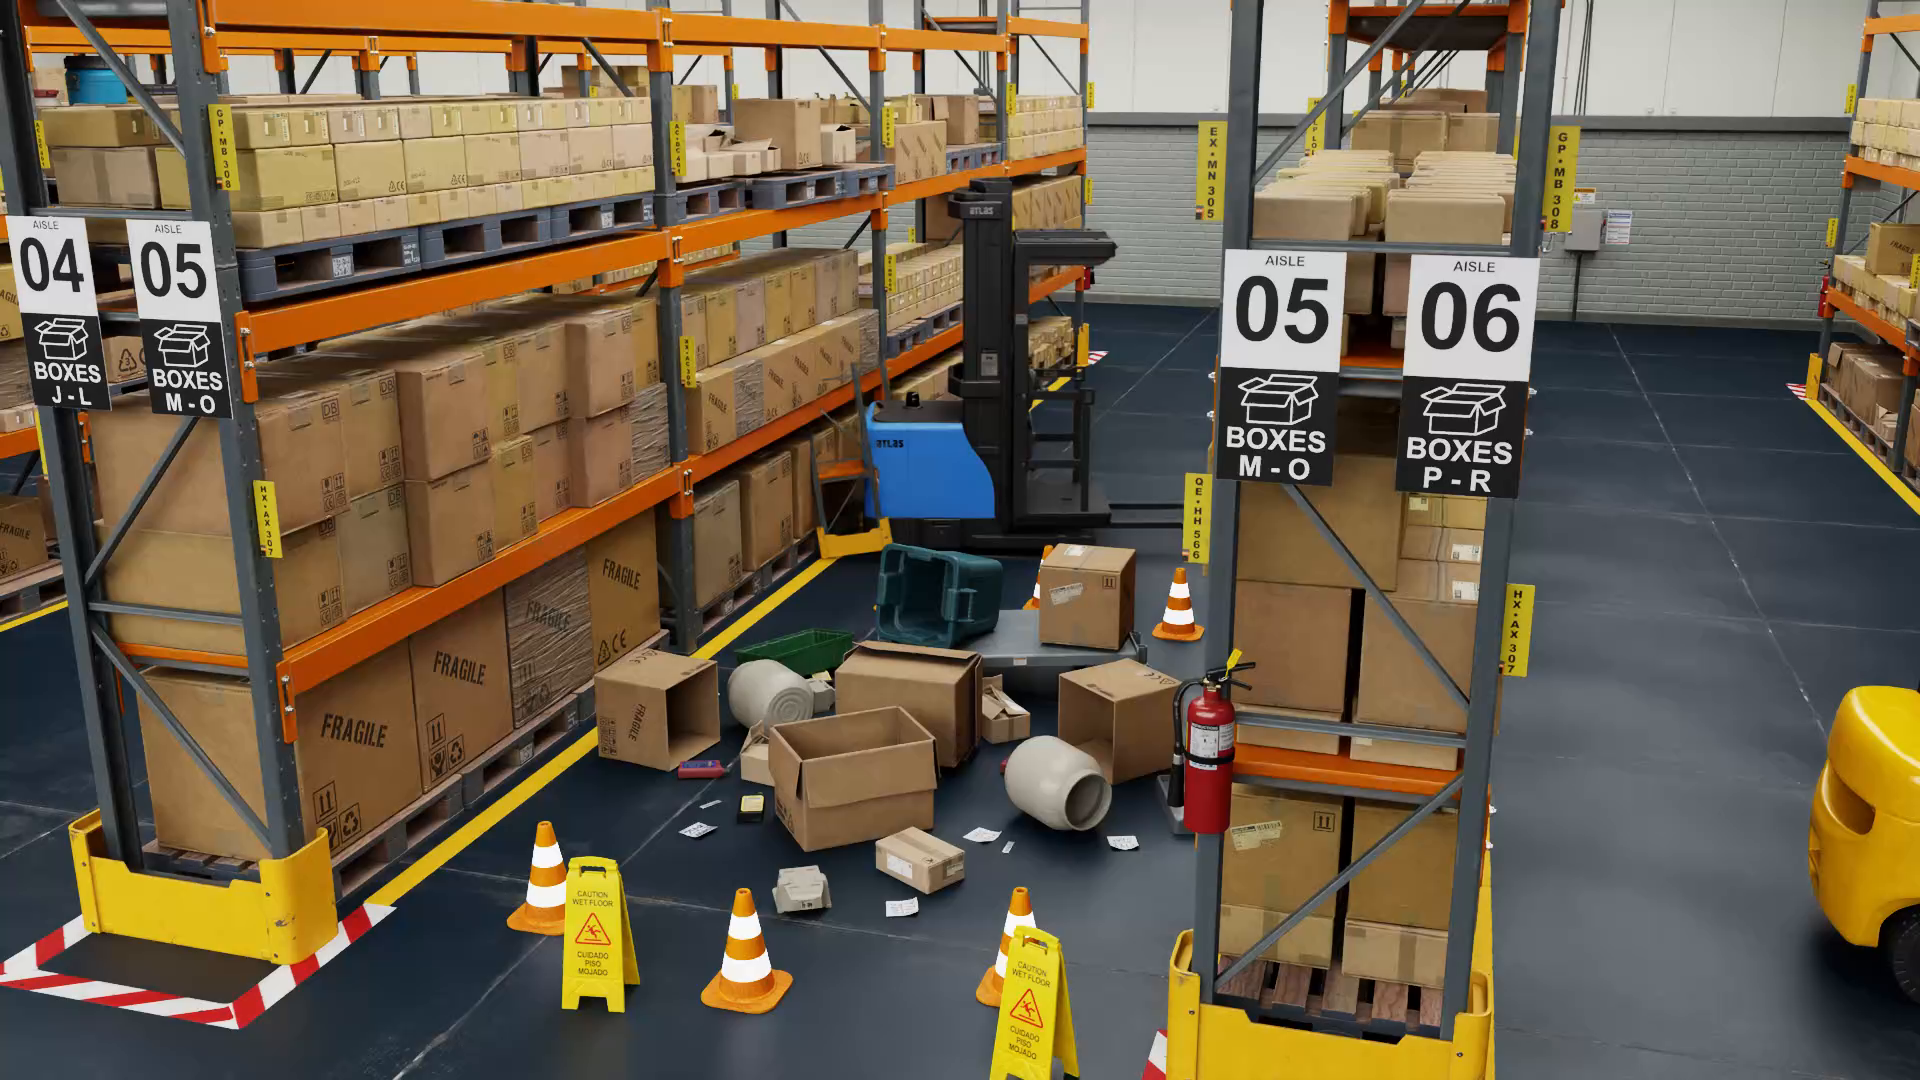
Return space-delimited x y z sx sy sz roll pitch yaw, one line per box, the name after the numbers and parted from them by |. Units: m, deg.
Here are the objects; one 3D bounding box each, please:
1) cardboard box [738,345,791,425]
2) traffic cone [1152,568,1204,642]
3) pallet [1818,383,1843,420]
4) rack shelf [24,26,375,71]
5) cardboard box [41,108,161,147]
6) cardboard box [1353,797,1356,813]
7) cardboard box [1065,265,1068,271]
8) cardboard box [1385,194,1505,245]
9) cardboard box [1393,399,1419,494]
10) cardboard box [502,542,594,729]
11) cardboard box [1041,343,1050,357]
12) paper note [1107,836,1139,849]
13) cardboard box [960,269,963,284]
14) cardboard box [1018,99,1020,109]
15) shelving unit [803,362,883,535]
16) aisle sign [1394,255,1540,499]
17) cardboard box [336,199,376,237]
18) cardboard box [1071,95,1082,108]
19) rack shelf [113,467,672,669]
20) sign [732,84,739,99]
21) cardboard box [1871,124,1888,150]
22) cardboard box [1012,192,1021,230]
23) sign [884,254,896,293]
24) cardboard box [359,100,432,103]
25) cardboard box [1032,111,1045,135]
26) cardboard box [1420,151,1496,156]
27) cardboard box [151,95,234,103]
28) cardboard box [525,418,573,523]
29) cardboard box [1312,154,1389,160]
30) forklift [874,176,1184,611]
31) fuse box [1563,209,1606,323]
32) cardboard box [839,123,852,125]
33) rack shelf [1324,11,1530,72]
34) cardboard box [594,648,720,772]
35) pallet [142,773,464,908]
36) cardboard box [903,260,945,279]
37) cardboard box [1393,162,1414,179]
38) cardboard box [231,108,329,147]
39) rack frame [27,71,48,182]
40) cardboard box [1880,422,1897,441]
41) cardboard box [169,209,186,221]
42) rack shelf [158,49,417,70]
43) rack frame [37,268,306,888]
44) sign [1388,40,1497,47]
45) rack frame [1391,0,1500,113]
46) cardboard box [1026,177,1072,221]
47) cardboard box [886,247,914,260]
-1.573 -1.150 12.203 0.500 0.500 0.500 5 16 16 | cardboard box
1.517 0.423 11.491 0.336 0.463 0.334 5 16 16 | traffic cone
10.430 -1.550 18.908 1.003 0.211 1.213 5 16 16 | pallet
-6.426 -4.004 13.507 1.077 0.370 4.000 5 16 16 | rack shelf
-3.634 -1.746 7.038 0.380 0.149 0.250 5 17 16 | cardboard box
1.643 0.944 7.901 0.500 0.500 0.500 4 16 15 | cardboard box
1.158 -3.505 21.149 0.380 0.149 0.250 4 16 15 | cardboard box
1.667 -1.101 5.717 0.380 0.149 0.250 5 16 15 | cardboard box
1.779 -0.534 7.655 0.700 0.500 0.500 5 16 16 | cardboard box
-2.766 0.493 9.718 0.875 0.875 0.875 5 17 16 | cardboard box
0.895 -2.337 20.481 0.380 0.149 0.250 5 17 19 | cardboard box
0.826 1.522 8.407 0.142 0.019 0.148 -1 16 -3 | paper note
-0.138 -2.715 17.048 0.380 0.149 0.250 4 16 14 | cardboard box
0.447 -4.814 18.437 0.380 0.149 0.250 4 16 15 | cardboard box
-0.858 -0.710 13.561 0.500 1.500 0.985 -7 9 11 | shelving unit
1.650 -0.529 5.432 0.394 0.787 0.004 5 16 16 | aisle sign
-2.856 -1.445 7.438 0.380 0.149 0.250 5 16 16 | cardboard box
1.330 -5.555 21.049 0.380 0.149 0.250 4 16 15 | cardboard box
-2.836 0.019 9.096 0.919 0.052 3.809 5 16 16 | rack shelf
-3.068 -6.058 22.716 0.100 0.325 0.005 5 16 16 | sign
10.007 -4.272 17.626 0.500 0.250 0.500 4 16 14 | cardboard box
0.368 -3.587 18.417 0.500 0.500 0.500 5 17 17 | cardboard box
-0.598 -2.284 14.262 0.100 0.325 0.005 5 16 16 | sign
-3.057 -2.276 8.907 0.380 0.149 0.250 5 16 16 | cardboard box
0.675 -4.795 19.098 0.500 0.250 0.500 5 17 17 | cardboard box
2.627 -1.971 8.783 0.380 0.149 0.250 5 17 17 | cardboard box
-6.521 -3.544 14.230 0.500 0.500 0.500 4 16 14 | cardboard box
-2.762 -0.419 9.535 0.875 0.550 0.550 5 16 16 | cardboard box
1.975 -1.875 8.444 0.380 0.149 0.250 4 16 14 | cardboard box
0.732 -1.224 12.772 3.031 2.935 2.615 0 16 0 | forklift
9.470 -4.160 25.362 0.539 1.711 0.414 5 16 16 | fuse box
-1.212 -3.429 14.741 0.500 0.500 0.500 5 16 16 | cardboard box
3.076 -3.236 10.797 1.077 0.370 4.000 5 16 16 | rack shelf
-1.725 0.965 9.507 0.500 0.500 0.500 8 18 25 | cardboard box
-3.252 1.451 8.329 1.003 0.211 1.213 5 16 16 | pallet
-0.367 -2.651 16.279 0.380 0.149 0.250 4 16 15 | cardboard box
2.534 -2.102 9.751 0.500 0.250 0.500 4 16 15 | cardboard box
-2.932 -1.760 7.086 0.380 0.149 0.250 5 17 16 | cardboard box
-6.994 -4.019 11.509 1.000 3.000 0.127 5 16 16 | rack frame
9.418 -1.073 16.570 0.380 0.149 0.250 4 16 14 | cardboard box
-3.562 -1.427 7.375 0.380 0.149 0.250 5 17 16 | cardboard box
-8.901 -6.481 22.240 1.077 0.370 4.000 5 16 16 | rack shelf
-3.404 0.324 7.189 1.000 3.000 0.127 5 16 16 | rack frame
-2.495 -5.090 16.242 14.778 0.525 3.839 5 16 16 | sign
4.781 -5.344 16.179 1.000 3.000 0.127 5 16 16 | rack frame
1.107 -4.262 20.799 0.500 0.500 0.500 4 16 14 | cardboard box
-0.696 -2.975 17.421 0.380 0.149 0.250 5 17 16 | cardboard box
